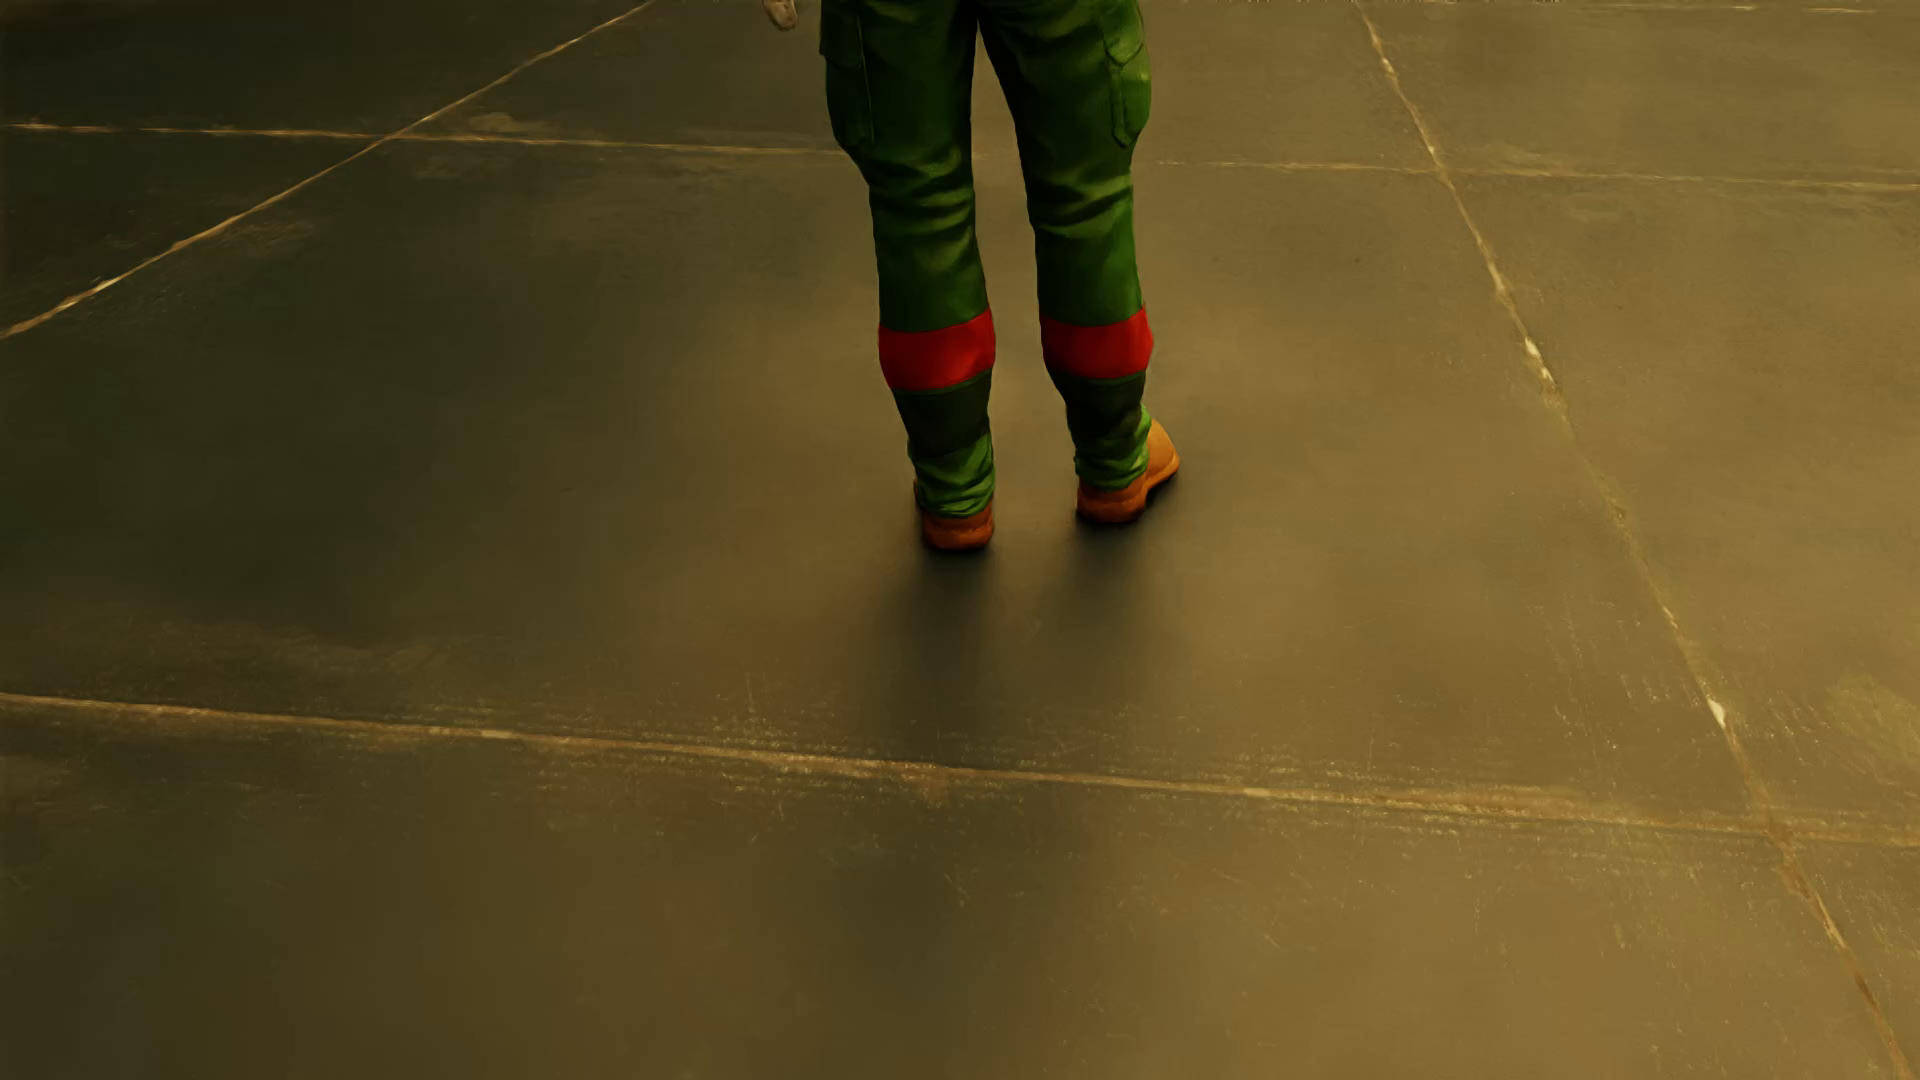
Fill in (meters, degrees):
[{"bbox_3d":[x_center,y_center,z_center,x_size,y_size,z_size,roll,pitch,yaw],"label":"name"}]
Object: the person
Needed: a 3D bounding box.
[{"bbox_3d":[0.022,-0.842,2.169,0.637,1.787,0.559,3,27,7],"label":"person"}]
